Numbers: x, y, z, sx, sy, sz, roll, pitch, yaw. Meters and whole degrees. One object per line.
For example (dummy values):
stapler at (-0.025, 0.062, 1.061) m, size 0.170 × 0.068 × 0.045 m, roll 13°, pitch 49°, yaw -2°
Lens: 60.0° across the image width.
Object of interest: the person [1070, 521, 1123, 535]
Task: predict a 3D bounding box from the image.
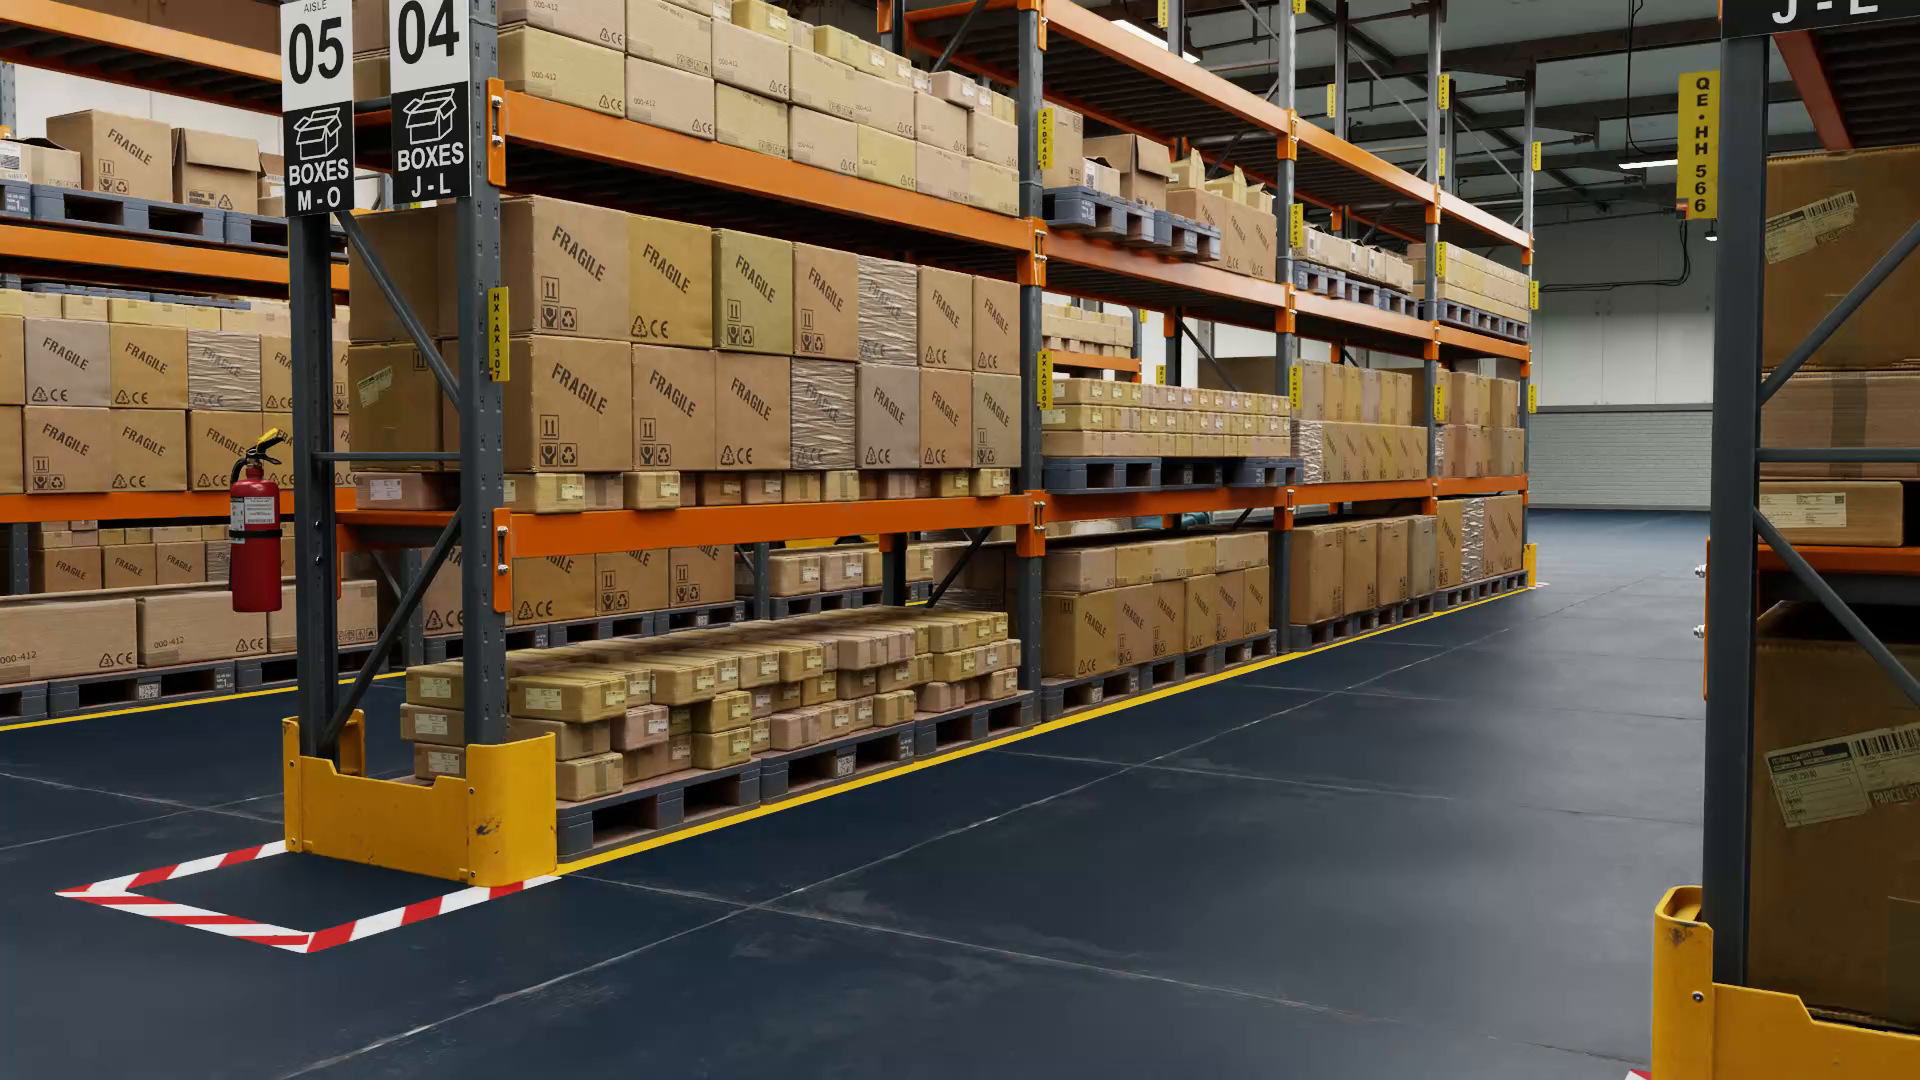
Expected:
person at (1.264, 0.315, 14.437) m, size 0.538 × 0.966 × 1.023 m, roll 2°, pitch 3°, yaw 28°
